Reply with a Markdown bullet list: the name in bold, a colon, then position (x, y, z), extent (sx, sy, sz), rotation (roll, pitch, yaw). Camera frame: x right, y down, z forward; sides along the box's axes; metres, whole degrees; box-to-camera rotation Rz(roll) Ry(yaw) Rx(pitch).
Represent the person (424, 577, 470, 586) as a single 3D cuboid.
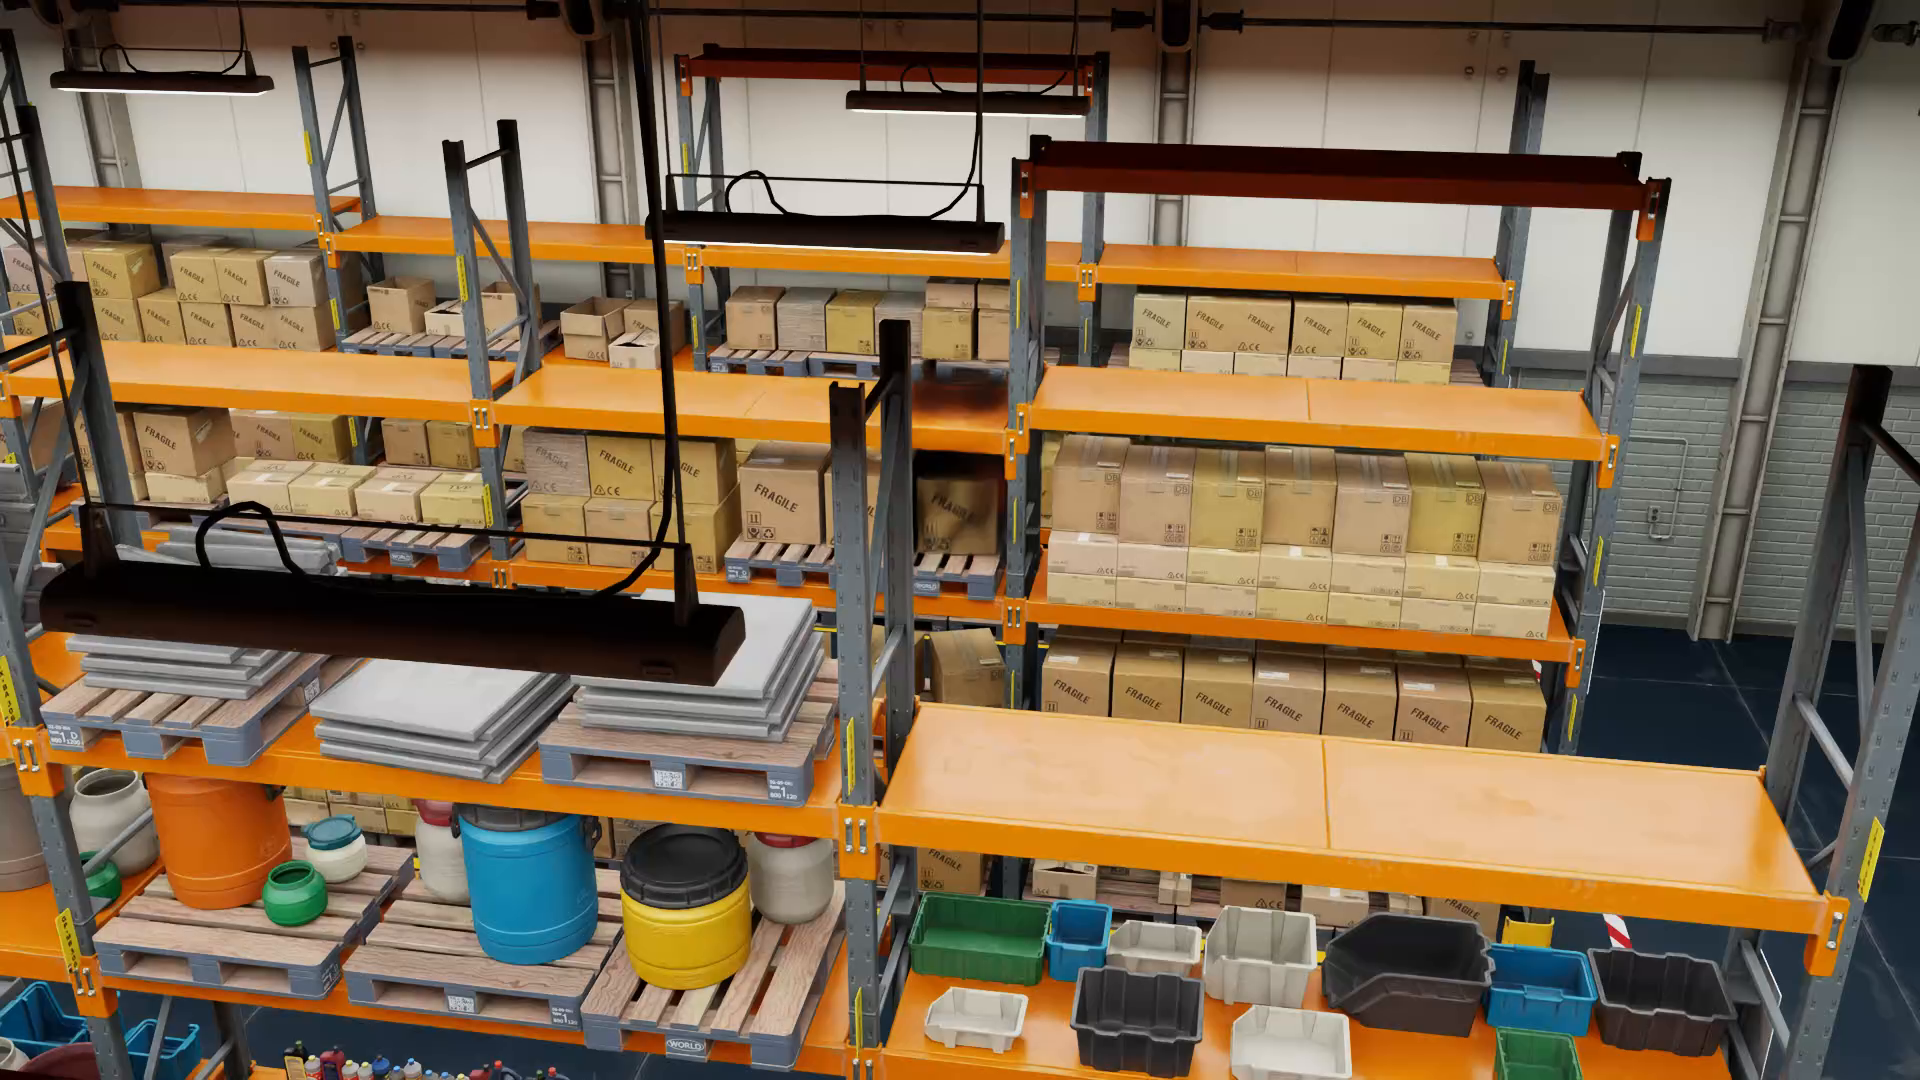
- **person**: position (-5.276, 0.441, 17.121), extent (0.496, 1.687, 0.452), rotation (-21, 31, -40)
